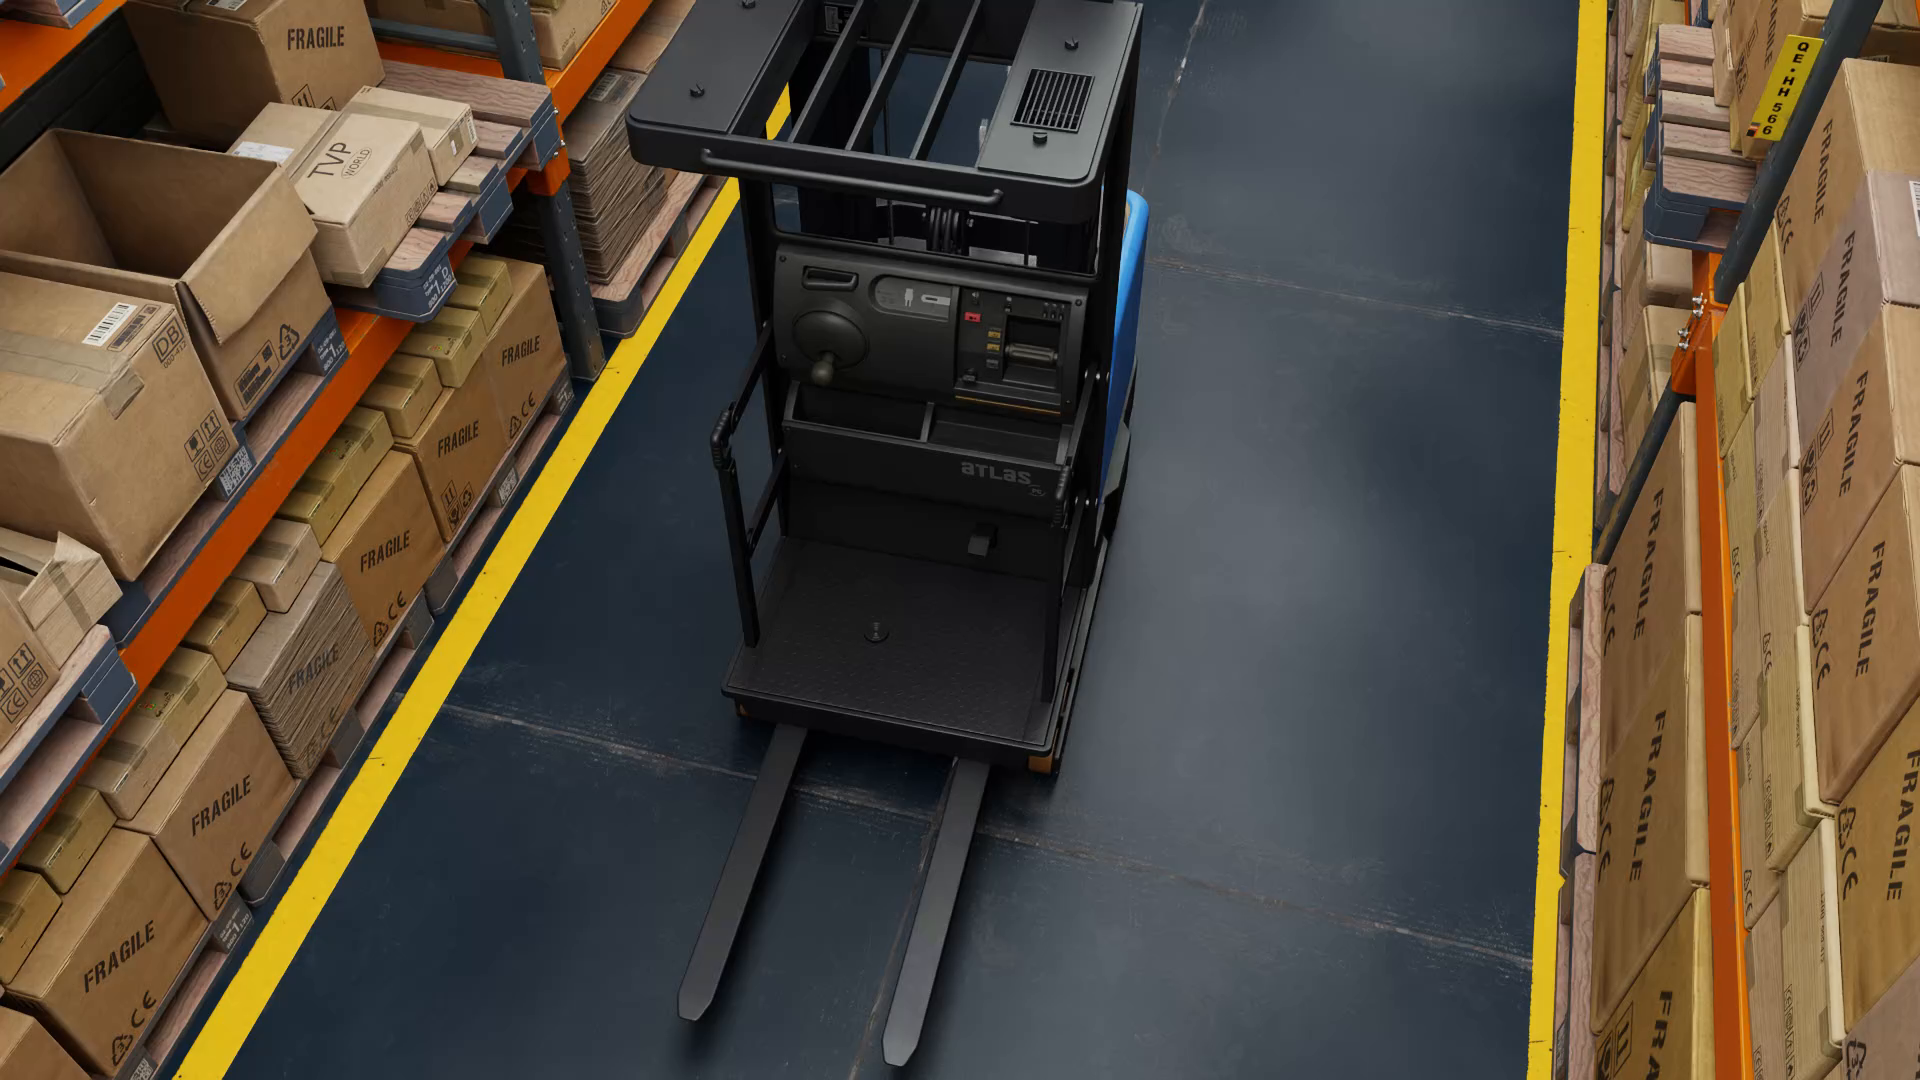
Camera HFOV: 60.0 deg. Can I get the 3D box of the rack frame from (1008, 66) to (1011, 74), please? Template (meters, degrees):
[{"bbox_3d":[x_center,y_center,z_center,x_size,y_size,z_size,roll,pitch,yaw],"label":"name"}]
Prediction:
[{"bbox_3d":[0.300,-1.420,6.703,0.240,1.200,0.015,10,49,9],"label":"rack frame"}]

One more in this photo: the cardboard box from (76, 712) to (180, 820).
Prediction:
[{"bbox_3d":[-2.448,0.605,4.670,0.380,0.149,0.250,11,50,10],"label":"cardboard box"}]

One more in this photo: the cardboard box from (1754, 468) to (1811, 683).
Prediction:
[{"bbox_3d":[2.176,0.134,3.898,0.500,0.250,0.500,11,50,10],"label":"cardboard box"}]

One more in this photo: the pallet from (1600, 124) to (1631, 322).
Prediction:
[{"bbox_3d":[3.358,-1.322,7.276,1.003,0.211,1.213,12,50,10],"label":"pallet"}]

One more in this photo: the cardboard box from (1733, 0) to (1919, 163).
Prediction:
[{"bbox_3d":[2.679,-1.454,4.988,0.500,0.500,0.500,10,49,9],"label":"cardboard box"}]

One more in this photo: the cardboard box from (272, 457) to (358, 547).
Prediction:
[{"bbox_3d":[-2.180,-0.148,5.335,0.380,0.149,0.250,11,49,9],"label":"cardboard box"}]

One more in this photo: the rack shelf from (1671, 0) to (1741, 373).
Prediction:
[{"bbox_3d":[3.354,-2.009,6.502,1.077,0.370,4.000,12,50,10],"label":"rack shelf"}]

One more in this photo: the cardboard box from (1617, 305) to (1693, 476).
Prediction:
[{"bbox_3d":[2.986,-0.476,6.142,0.950,0.372,0.625,9,49,7],"label":"cardboard box"}]

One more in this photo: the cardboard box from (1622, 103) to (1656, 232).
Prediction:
[{"bbox_3d":[3.378,-1.559,7.098,0.950,0.372,0.625,13,50,11],"label":"cardboard box"}]

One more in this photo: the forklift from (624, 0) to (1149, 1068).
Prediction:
[{"bbox_3d":[-0.141,-0.510,4.745,1.130,2.935,3.031,10,49,9],"label":"forklift"}]

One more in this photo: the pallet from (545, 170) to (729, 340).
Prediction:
[{"bbox_3d":[-1.708,-1.442,7.382,1.003,0.211,1.213,12,50,10],"label":"pallet"}]

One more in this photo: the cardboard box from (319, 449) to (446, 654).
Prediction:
[{"bbox_3d":[-2.143,-0.001,5.638,0.500,0.500,0.500,14,50,12],"label":"cardboard box"}]

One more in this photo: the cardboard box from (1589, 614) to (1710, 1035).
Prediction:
[{"bbox_3d":[2.327,0.892,4.599,0.875,0.875,0.875,12,50,10],"label":"cardboard box"}]

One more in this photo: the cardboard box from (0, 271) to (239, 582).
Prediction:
[{"bbox_3d":[-2.329,-0.304,4.171,0.700,0.500,0.500,11,50,10],"label":"cardboard box"}]

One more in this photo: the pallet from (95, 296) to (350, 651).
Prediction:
[{"bbox_3d":[-2.469,-0.306,4.647,1.003,0.211,1.213,12,50,10],"label":"pallet"}]

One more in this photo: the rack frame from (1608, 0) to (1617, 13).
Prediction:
[{"bbox_3d":[3.881,-3.693,7.509,1.000,3.000,0.127,12,50,10],"label":"rack frame"}]

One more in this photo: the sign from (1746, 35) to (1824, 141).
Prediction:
[{"bbox_3d":[2.302,-1.257,4.640,0.100,0.325,0.005,12,50,10],"label":"sign"}]

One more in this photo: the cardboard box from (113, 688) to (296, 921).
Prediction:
[{"bbox_3d":[-2.404,0.752,4.973,0.500,0.500,0.500,10,49,9],"label":"cardboard box"}]

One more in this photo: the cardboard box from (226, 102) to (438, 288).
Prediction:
[{"bbox_3d":[-1.927,-1.039,4.986,0.500,0.250,0.500,9,49,8],"label":"cardboard box"}]

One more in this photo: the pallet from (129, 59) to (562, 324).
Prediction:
[{"bbox_3d":[-2.073,-1.209,5.445,1.213,0.211,1.003,12,50,10],"label":"pallet"}]

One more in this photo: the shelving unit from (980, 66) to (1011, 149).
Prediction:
[{"bbox_3d":[0.245,-1.242,6.546,0.258,1.200,0.503,10,49,9],"label":"shelving unit"}]

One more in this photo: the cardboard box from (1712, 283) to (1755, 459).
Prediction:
[{"bbox_3d":[2.456,-0.446,4.743,0.500,0.250,0.500,11,49,9],"label":"cardboard box"}]

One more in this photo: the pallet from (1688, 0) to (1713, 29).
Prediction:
[{"bbox_3d":[3.309,-2.177,6.298,1.003,0.211,1.213,12,50,10],"label":"pallet"}]

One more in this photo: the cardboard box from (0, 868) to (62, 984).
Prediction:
[{"bbox_3d":[-2.609,0.979,4.339,0.380,0.149,0.250,9,49,8],"label":"cardboard box"}]

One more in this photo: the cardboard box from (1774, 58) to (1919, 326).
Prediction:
[{"bbox_3d":[2.462,-0.856,4.271,0.500,0.500,0.500,10,49,9],"label":"cardboard box"}]

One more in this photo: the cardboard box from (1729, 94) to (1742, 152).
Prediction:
[{"bbox_3d":[2.688,-1.348,5.326,0.380,0.149,0.250,12,50,11],"label":"cardboard box"}]

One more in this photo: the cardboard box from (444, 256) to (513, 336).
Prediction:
[{"bbox_3d":[-1.847,-0.896,5.995,0.380,0.149,0.250,9,49,8],"label":"cardboard box"}]

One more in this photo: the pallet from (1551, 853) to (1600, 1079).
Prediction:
[{"bbox_3d":[2.224,1.558,4.734,1.003,0.211,1.213,12,50,10],"label":"pallet"}]

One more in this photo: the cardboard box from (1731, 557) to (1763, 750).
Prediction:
[{"bbox_3d":[2.194,0.307,4.078,0.500,0.250,0.500,13,50,11],"label":"cardboard box"}]

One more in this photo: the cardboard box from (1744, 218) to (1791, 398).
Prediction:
[{"bbox_3d":[2.456,-0.598,4.544,0.500,0.250,0.500,11,50,10],"label":"cardboard box"}]

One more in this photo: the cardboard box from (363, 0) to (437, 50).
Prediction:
[{"bbox_3d":[-2.090,-2.103,6.205,0.500,0.250,0.500,11,49,9],"label":"cardboard box"}]

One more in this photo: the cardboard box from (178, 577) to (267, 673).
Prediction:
[{"bbox_3d":[-2.337,0.225,5.005,0.380,0.149,0.250,12,50,10],"label":"cardboard box"}]

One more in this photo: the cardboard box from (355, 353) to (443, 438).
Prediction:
[{"bbox_3d":[-2.001,-0.511,5.655,0.380,0.149,0.250,10,49,9],"label":"cardboard box"}]

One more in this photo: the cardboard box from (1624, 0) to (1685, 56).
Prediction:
[{"bbox_3d":[3.745,-2.583,8.002,0.950,0.372,0.625,12,50,11],"label":"cardboard box"}]

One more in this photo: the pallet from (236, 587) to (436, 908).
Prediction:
[{"bbox_3d":[-2.518,0.558,5.617,1.003,0.211,1.213,12,50,10],"label":"pallet"}]

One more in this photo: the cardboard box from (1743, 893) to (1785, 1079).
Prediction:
[{"bbox_3d":[1.936,1.039,3.432,0.500,0.250,0.500,10,49,9],"label":"cardboard box"}]

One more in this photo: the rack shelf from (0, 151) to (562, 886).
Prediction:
[{"bbox_3d":[-2.488,-0.092,4.811,1.077,0.370,4.000,12,50,10],"label":"rack shelf"}]

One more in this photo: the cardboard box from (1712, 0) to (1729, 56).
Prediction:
[{"bbox_3d":[2.785,-1.719,5.654,0.380,0.149,0.250,9,49,8],"label":"cardboard box"}]

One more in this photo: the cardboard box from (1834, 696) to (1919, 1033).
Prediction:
[{"bbox_3d":[1.932,0.618,2.970,0.500,0.500,0.500,13,50,11],"label":"cardboard box"}]

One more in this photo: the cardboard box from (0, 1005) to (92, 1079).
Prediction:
[{"bbox_3d":[-2.670,1.499,4.313,0.500,0.500,0.500,14,50,12],"label":"cardboard box"}]

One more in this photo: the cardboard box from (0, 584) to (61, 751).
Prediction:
[{"bbox_3d":[-2.535,0.264,3.670,0.700,0.500,0.500,12,50,10],"label":"cardboard box"}]

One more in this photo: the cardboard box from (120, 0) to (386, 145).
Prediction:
[{"bbox_3d":[-2.248,-1.607,5.321,0.500,0.500,0.500,14,50,12],"label":"cardboard box"}]

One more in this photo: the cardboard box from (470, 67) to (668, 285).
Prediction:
[{"bbox_3d":[-1.785,-1.578,6.946,0.875,0.625,0.625,13,50,11],"label":"cardboard box"}]

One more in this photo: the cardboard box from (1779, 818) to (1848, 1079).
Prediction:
[{"bbox_3d":[1.911,0.872,3.247,0.500,0.250,0.500,13,50,11],"label":"cardboard box"}]

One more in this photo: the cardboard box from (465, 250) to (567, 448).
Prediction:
[{"bbox_3d":[-1.866,-0.740,6.290,0.500,0.500,0.500,13,50,11],"label":"cardboard box"}]

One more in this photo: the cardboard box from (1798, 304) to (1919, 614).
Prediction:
[{"bbox_3d":[2.190,-0.124,3.625,0.500,0.500,0.500,13,50,11],"label":"cardboard box"}]
